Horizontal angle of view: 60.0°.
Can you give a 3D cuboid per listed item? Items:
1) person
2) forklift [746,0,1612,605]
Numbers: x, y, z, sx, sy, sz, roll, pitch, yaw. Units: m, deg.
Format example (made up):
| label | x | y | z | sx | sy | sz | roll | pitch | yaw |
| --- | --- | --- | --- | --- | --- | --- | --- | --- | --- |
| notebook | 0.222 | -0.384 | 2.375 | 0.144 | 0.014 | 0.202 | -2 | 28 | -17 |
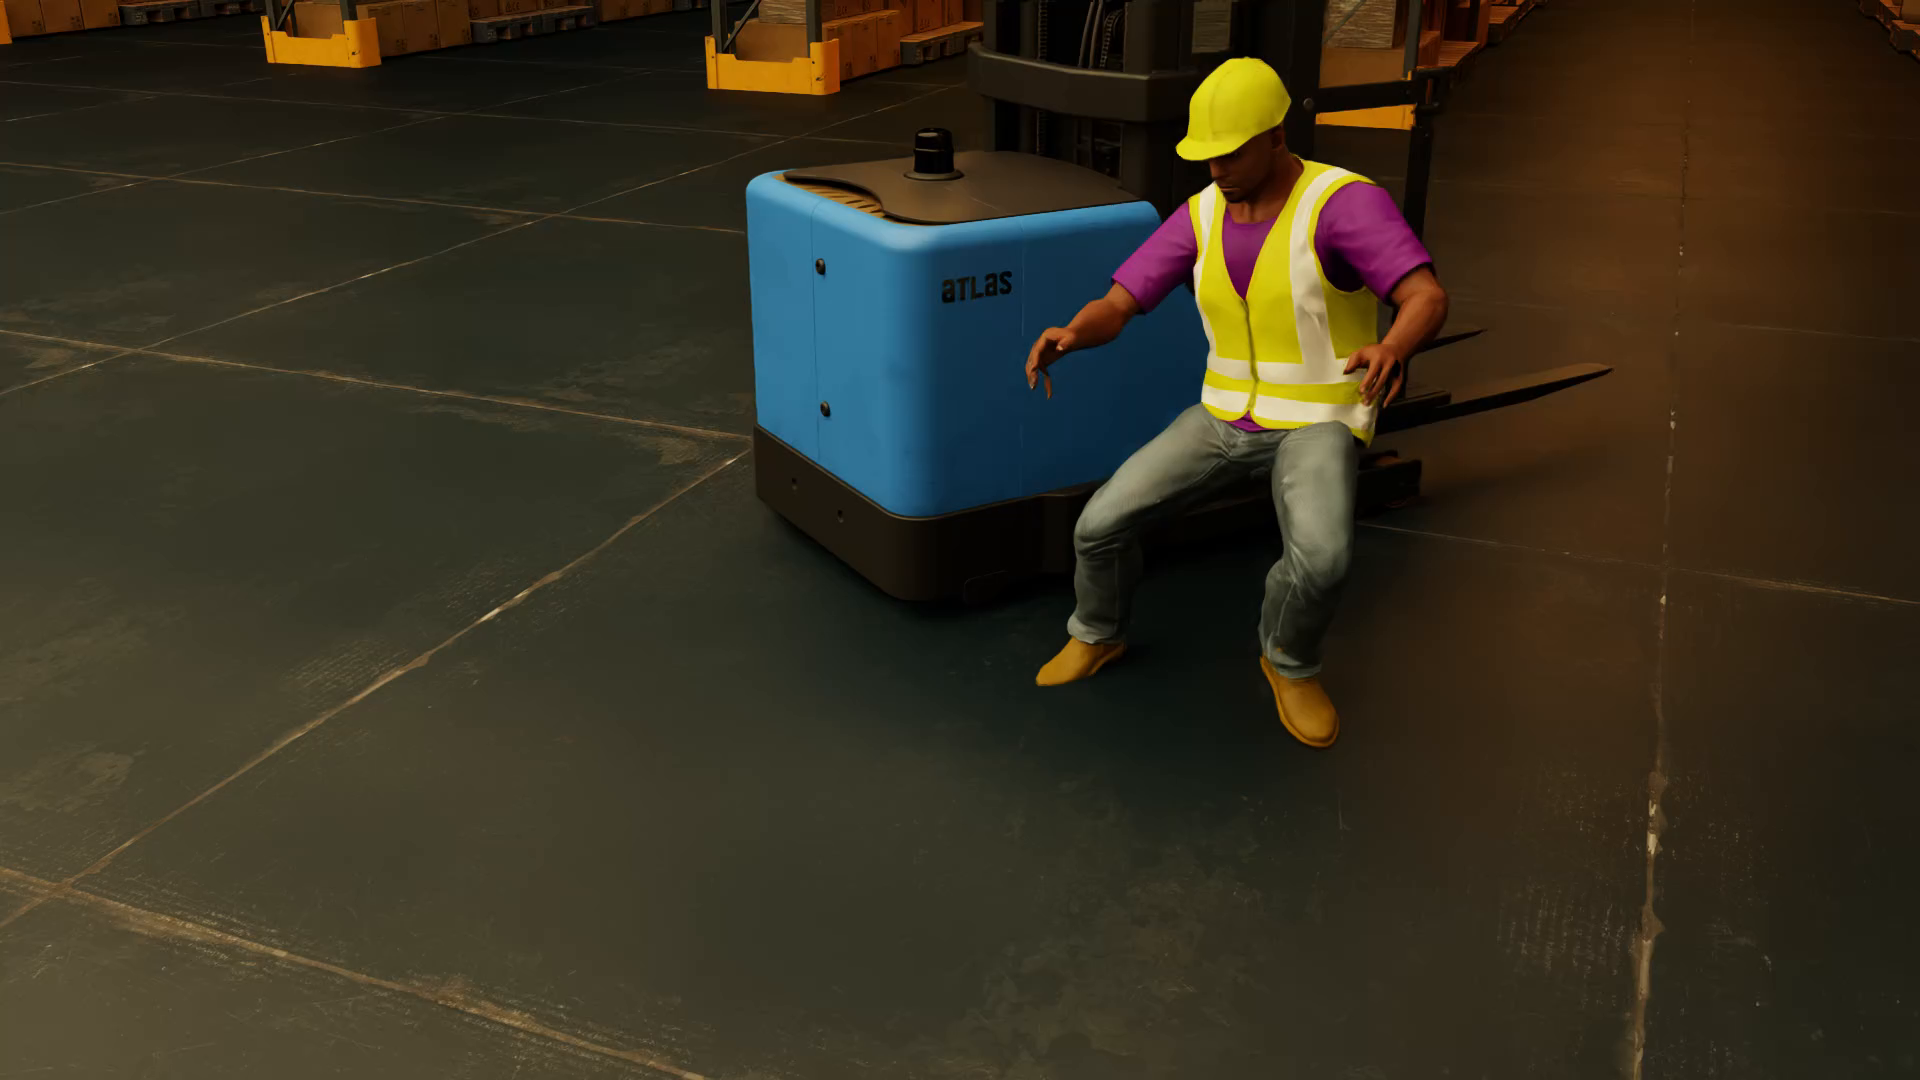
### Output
| label | x | y | z | sx | sy | sz | roll | pitch | yaw |
| --- | --- | --- | --- | --- | --- | --- | --- | --- | --- |
| person | 0.604 | -0.259 | 3.748 | 0.971 | 1.569 | 0.796 | 20 | 30 | 40 |
| forklift | 0.885 | -1.577 | 5.065 | 3.031 | 2.935 | 1.130 | -13 | 26 | -28 |
